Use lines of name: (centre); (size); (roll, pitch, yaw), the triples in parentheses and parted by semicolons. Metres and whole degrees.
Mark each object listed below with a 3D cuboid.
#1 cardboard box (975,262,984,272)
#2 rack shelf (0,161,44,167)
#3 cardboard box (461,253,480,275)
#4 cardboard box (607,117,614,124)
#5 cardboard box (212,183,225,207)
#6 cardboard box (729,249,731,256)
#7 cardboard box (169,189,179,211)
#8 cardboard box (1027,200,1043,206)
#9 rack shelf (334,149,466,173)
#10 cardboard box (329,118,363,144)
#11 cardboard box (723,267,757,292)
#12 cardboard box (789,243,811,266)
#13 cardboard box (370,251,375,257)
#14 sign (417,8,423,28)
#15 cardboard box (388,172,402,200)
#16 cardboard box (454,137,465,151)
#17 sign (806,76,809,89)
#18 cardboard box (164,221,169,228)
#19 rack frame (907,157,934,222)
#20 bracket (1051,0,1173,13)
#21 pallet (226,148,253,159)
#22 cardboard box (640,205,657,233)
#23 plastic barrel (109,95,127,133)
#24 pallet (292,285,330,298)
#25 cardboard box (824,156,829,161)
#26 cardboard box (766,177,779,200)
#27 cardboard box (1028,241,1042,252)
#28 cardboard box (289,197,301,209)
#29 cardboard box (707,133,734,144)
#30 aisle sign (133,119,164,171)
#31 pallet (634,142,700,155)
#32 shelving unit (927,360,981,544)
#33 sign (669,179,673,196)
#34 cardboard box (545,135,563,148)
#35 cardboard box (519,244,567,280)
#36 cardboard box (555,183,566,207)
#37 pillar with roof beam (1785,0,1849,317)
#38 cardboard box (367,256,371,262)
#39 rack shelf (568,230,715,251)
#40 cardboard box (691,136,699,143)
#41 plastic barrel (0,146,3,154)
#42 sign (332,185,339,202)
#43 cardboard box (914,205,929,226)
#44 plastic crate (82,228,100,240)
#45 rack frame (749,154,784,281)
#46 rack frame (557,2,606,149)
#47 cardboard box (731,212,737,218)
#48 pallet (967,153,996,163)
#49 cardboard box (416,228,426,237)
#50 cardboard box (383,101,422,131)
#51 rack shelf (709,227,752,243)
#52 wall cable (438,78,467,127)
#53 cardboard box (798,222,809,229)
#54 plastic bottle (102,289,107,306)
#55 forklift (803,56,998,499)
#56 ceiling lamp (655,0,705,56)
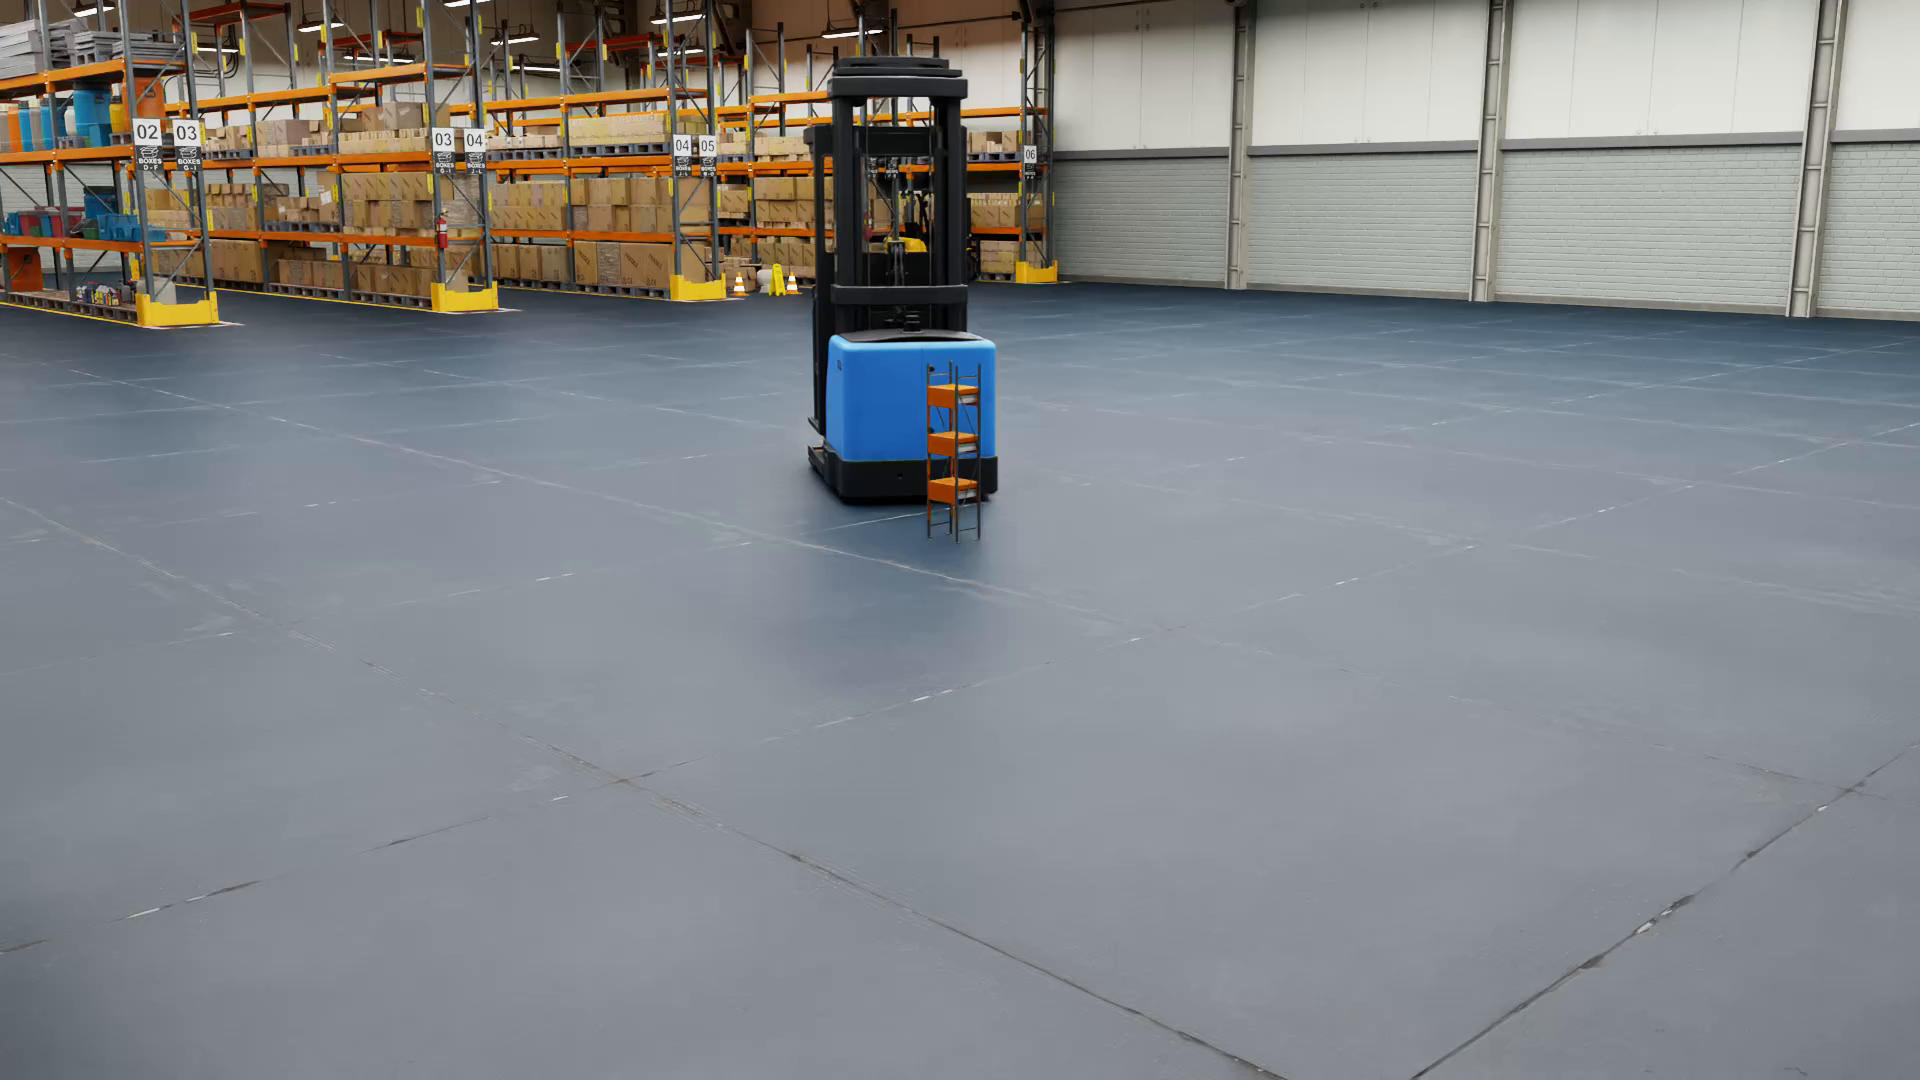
cardboard box: (0.603, -6.740, 40.968); (0.500, 0.250, 0.500); (-11, 16, -42)
rack shelf: (-19.411, -7.522, 33.335); (1.077, 0.370, 4.000); (-11, 16, -43)
cardboard box: (-11.434, -6.520, 39.281); (0.500, 0.500, 0.500); (-11, 16, -43)
cardboard box: (-6.972, -8.564, 33.972); (0.380, 0.149, 0.250); (-11, 16, -43)
cardboard box: (-16.298, -7.733, 37.280); (0.797, 0.503, 0.637); (-11, 16, -42)
cardboard box: (-6.741, -8.478, 49.251); (0.500, 0.311, 0.500); (-10, 15, -41)
cardboard box: (-18.064, -7.930, 38.744); (0.500, 0.500, 0.500); (-11, 16, -42)
cardboard box: (1.785, -8.161, 40.234); (0.250, 0.149, 0.380); (11, 16, 44)
rack shelf: (-10.304, -7.044, 31.018); (1.077, 0.370, 4.000); (-11, 16, -43)
cardboard box: (-11.939, -8.027, 32.709); (0.637, 0.503, 0.797); (11, 16, 42)
cardboard box: (-4.800, -5.697, 36.318); (0.637, 0.503, 0.797); (1, 12, 6)
cardboard box: (-3.571, -6.550, 38.187); (0.500, 0.500, 0.500); (-10, 15, -40)
cardboard box: (-14.941, -7.360, 42.750); (0.250, 0.149, 0.380); (11, 16, 43)
sign: (-9.339, -9.034, 28.755); (0.100, 0.325, 0.005); (-11, 16, -43)
cardboard box: (-10.175, -6.511, 30.619); (0.500, 0.500, 0.500); (-11, 16, -43)
cardboard box: (-9.069, -7.137, 30.060); (0.500, 0.250, 0.500); (-10, 15, -41)
sign: (-4.079, -12.234, 44.480); (0.100, 0.325, 0.005); (-11, 16, -43)
cardboard box: (-18.546, -7.450, 39.262); (0.380, 0.149, 0.250); (-11, 16, -43)
rack frame: (-0.931, -8.292, 42.728); (1.000, 3.000, 0.127); (-11, 16, -43)
bracket: (3.823, -12.149, 37.657); (0.076, 0.066, 4.783); (-11, 16, -43)
pallet: (-14.931, -8.266, 35.635); (1.213, 0.211, 1.003); (-10, 15, -40)
cardboard box: (-5.951, -6.510, 33.706); (0.875, 0.550, 0.550); (-11, 16, -43)
plastic barrel: (-13.385, -6.861, 26.839); (0.600, 0.588, 0.600); (0, 12, 0)
pallet: (-13.071, -5.145, 34.361); (1.003, 0.211, 1.213); (-11, 16, -43)
cardboard box: (-2.892, -8.527, 37.055); (0.380, 0.149, 0.250); (-11, 16, -43)
cardboard box: (-4.034, -8.113, 38.392); (0.700, 0.500, 0.500); (-11, 16, -42)
cardboard box: (1.637, -7.154, 40.497); (0.500, 0.250, 0.500); (-11, 16, -43)
cardboard box: (-13.588, -6.917, 34.763); (0.700, 0.500, 0.500); (-8, 14, -34)
cardboard box: (-5.731, -9.659, 40.020); (0.500, 0.250, 0.500); (-11, 16, -42)
aisle sign: (-12.671, -6.167, 25.967); (0.394, 0.787, 0.004); (-11, 16, -43)
pallet: (-5.786, -7.844, 33.339); (1.003, 0.211, 1.213); (-11, 16, -43)
shelving unit: (-0.037, -0.522, 9.843); (0.215, 1.050, 0.252); (-11, 16, -43)
sign: (-5.668, -6.921, 32.617); (0.100, 0.325, 0.005); (-11, 16, -43)
cardboard box: (-8.632, -8.627, 36.000); (0.500, 0.250, 0.500); (-11, 16, -42)
cardboard box: (-9.186, -6.219, 37.197); (1.050, 0.750, 0.750); (-11, 16, -43)
cardboard box: (-8.376, -7.506, 36.185); (0.700, 0.500, 0.500); (-11, 16, -44)
pillar with roof beam: (11.319, -7.647, 24.729); (9.100, 9.000, 0.400); (-11, 16, -43)
cardboard box: (-15.190, -7.307, 43.230); (0.380, 0.149, 0.250); (-10, 15, -40)
rack shelf: (-6.647, -6.251, 34.604); (1.077, 0.370, 4.000); (-11, 16, -43)
cardboard box: (-5.271, -8.007, 33.244); (0.380, 0.149, 0.250); (-11, 16, -42)
plastic barrel: (-18.037, -7.549, 31.407); (0.421, 0.512, 0.421); (0, 12, 0)
sign: (-12.085, -6.708, 32.170); (0.100, 0.325, 0.005); (-11, 16, -43)
cardboard box: (-0.813, -8.240, 42.227); (0.500, 0.500, 0.500); (11, 16, 44)
plastic crate: (-14.535, -5.188, 28.184); (0.450, 0.188, 0.662); (-11, 16, -43)
rack frame: (-4.518, -7.600, 39.368); (1.000, 3.000, 0.127); (-11, 16, -43)
rack frame: (-8.029, -9.834, 35.343); (1.000, 3.000, 0.127); (-11, 16, -43)
cardboard box: (-5.243, -7.760, 39.727); (0.250, 0.149, 0.380); (11, 16, 43)
pallet: (0.515, -9.419, 40.983); (1.003, 0.211, 1.213); (-11, 16, -43)
cardboard box: (-9.652, -5.591, 30.239); (0.380, 0.149, 0.250); (-11, 16, -43)
cardboard box: (-10.177, -7.735, 30.365); (0.500, 0.500, 0.500); (-11, 16, -43)
rack shelf: (-5.899, -7.540, 40.857); (1.077, 0.370, 4.000); (-11, 16, -43)
wall cable: (-16.391, -13.185, 51.608); (2.355, 3.000, 0.029); (-11, 16, -43)
cardboard box: (-3.462, -7.166, 37.881); (0.380, 0.149, 0.250); (-11, 16, -43)
plastic bottle: (-14.341, -4.095, 28.011); (0.135, 0.276, 0.152); (11, 16, 44)
forklift: (-0.540, -1.958, 12.154); (1.130, 2.935, 3.031); (-2, 12, -11)
ceiling lamp: (-7.466, -14.829, 45.120); (0.800, 3.185, 2.000); (-11, 16, -43)
